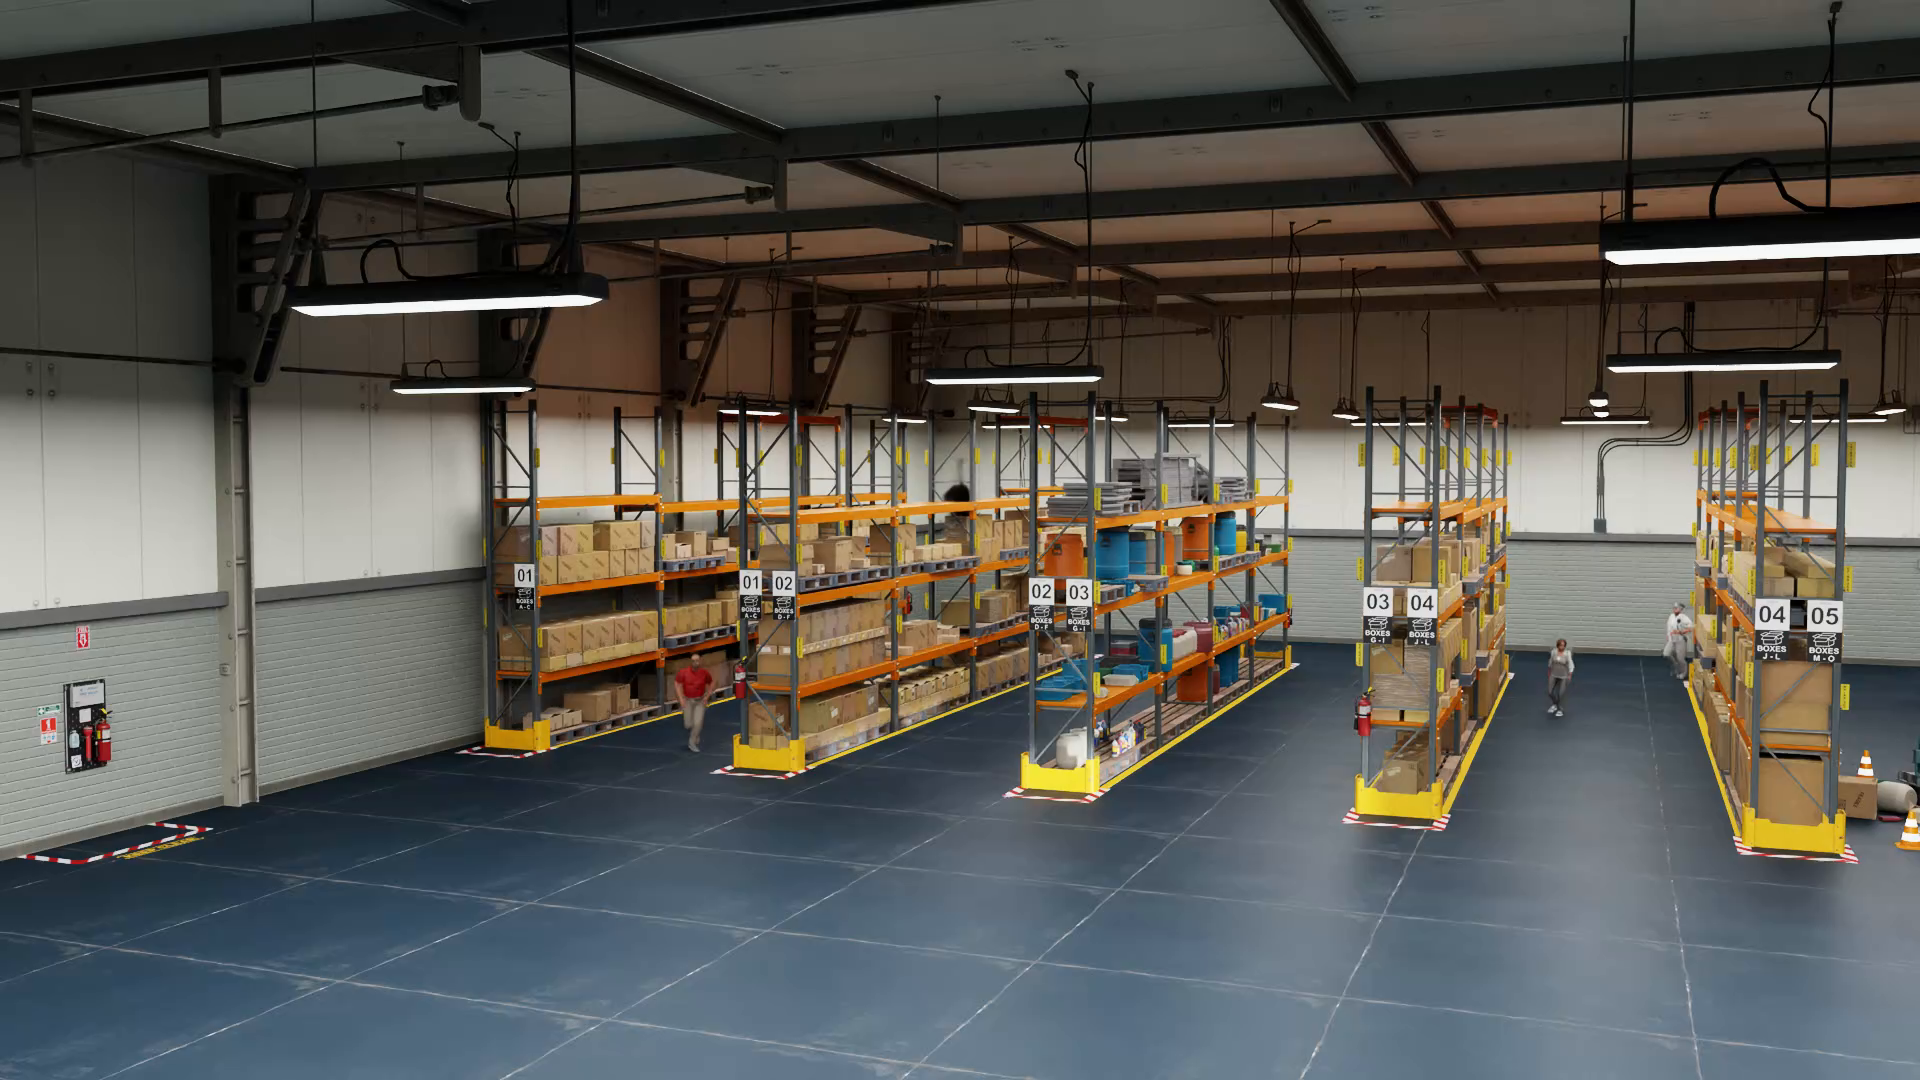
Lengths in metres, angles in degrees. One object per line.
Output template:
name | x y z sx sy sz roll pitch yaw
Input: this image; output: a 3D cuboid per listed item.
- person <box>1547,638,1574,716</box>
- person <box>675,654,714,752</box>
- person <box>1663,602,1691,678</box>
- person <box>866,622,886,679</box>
person | 11.560 2.648 32.057 0.565 1.542 0.586 2 3 32
person | -4.555 2.772 28.500 0.661 1.670 0.572 0 3 -10
person | 16.188 2.264 37.572 0.641 1.747 0.638 -2 3 -30
person | -1.994 2.284 37.807 0.641 1.748 0.724 1 3 11
